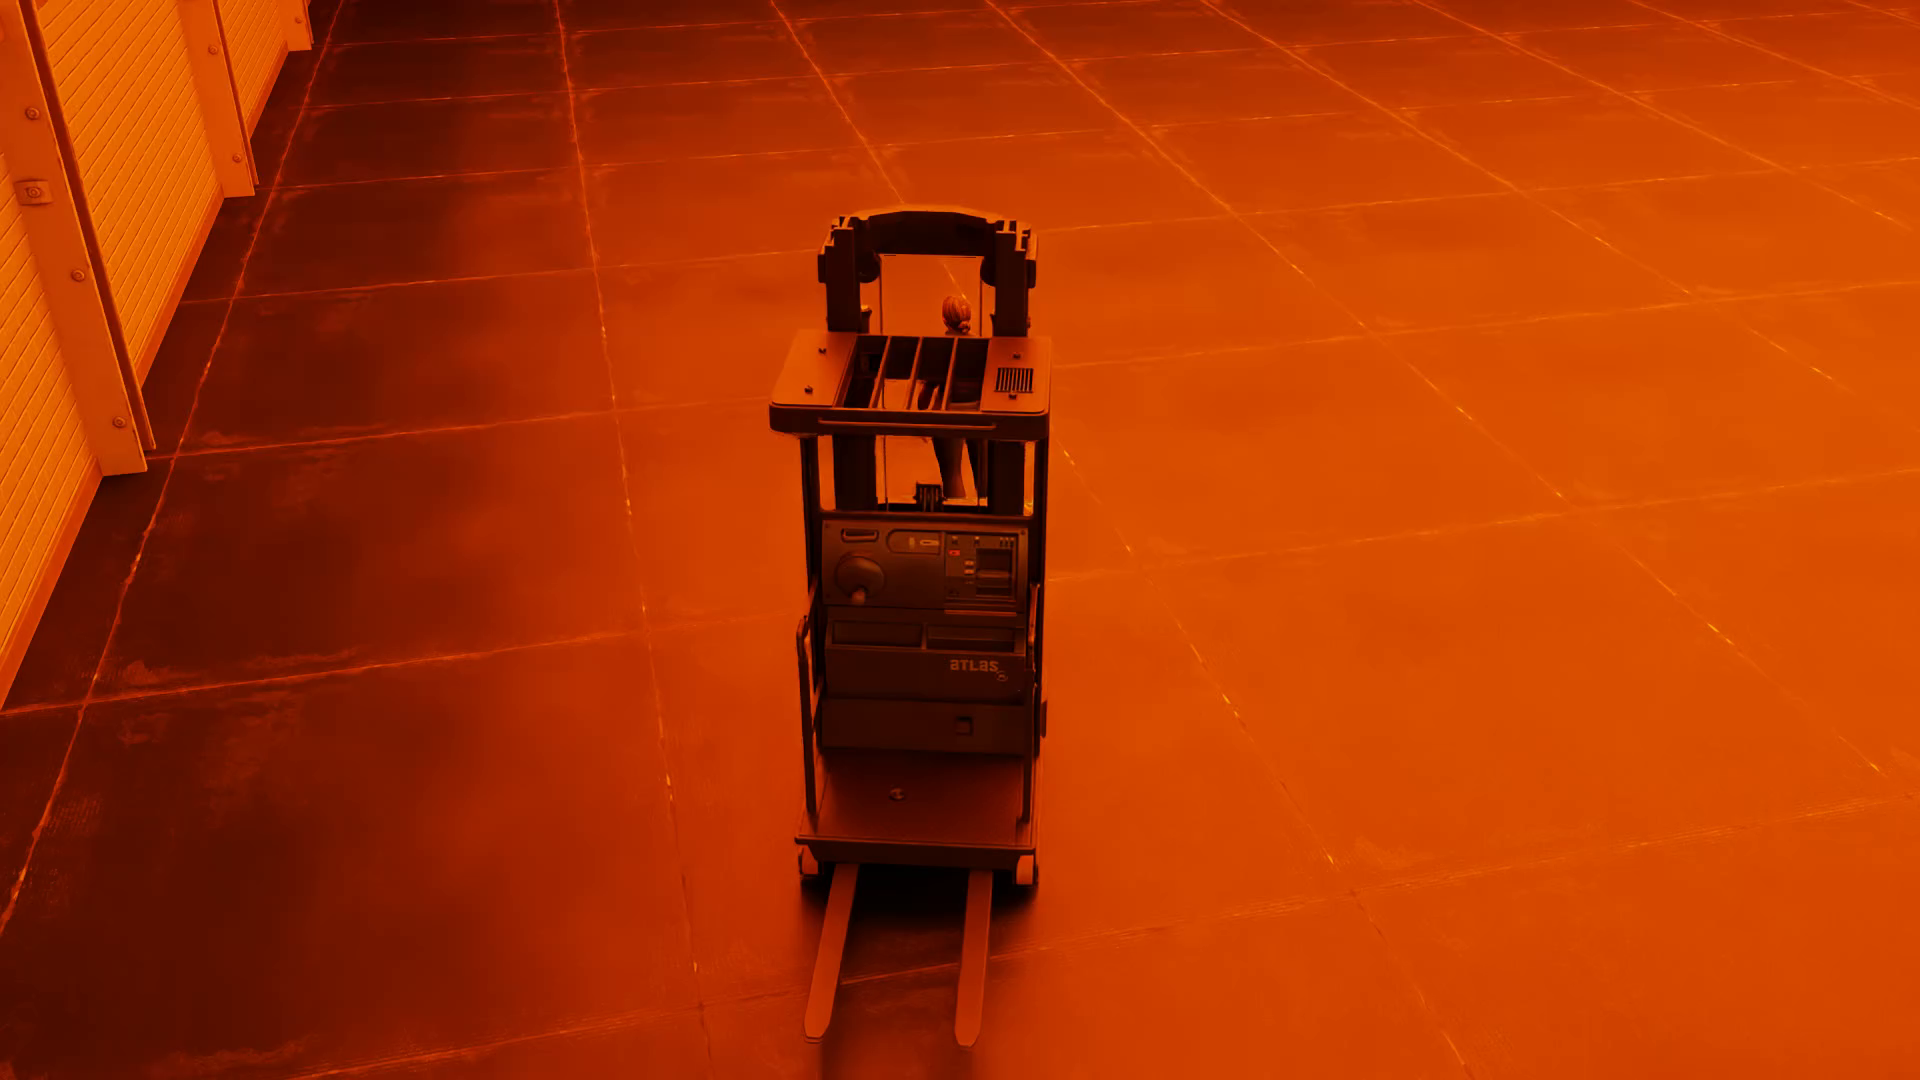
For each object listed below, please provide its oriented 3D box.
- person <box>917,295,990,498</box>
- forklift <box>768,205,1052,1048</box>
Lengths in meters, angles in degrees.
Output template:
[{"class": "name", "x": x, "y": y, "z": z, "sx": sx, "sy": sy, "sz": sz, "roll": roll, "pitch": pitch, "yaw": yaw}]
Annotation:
[{"class": "person", "x": -0.001, "y": -0.768, "z": 10.160, "sx": 0.569, "sy": 1.656, "sz": 0.503, "roll": -7, "pitch": 31, "yaw": -12}, {"class": "forklift", "x": -0.172, "y": 0.163, "z": 7.293, "sx": 1.130, "sy": 2.935, "sz": 3.031, "roll": 2, "pitch": 30, "yaw": 4}]
